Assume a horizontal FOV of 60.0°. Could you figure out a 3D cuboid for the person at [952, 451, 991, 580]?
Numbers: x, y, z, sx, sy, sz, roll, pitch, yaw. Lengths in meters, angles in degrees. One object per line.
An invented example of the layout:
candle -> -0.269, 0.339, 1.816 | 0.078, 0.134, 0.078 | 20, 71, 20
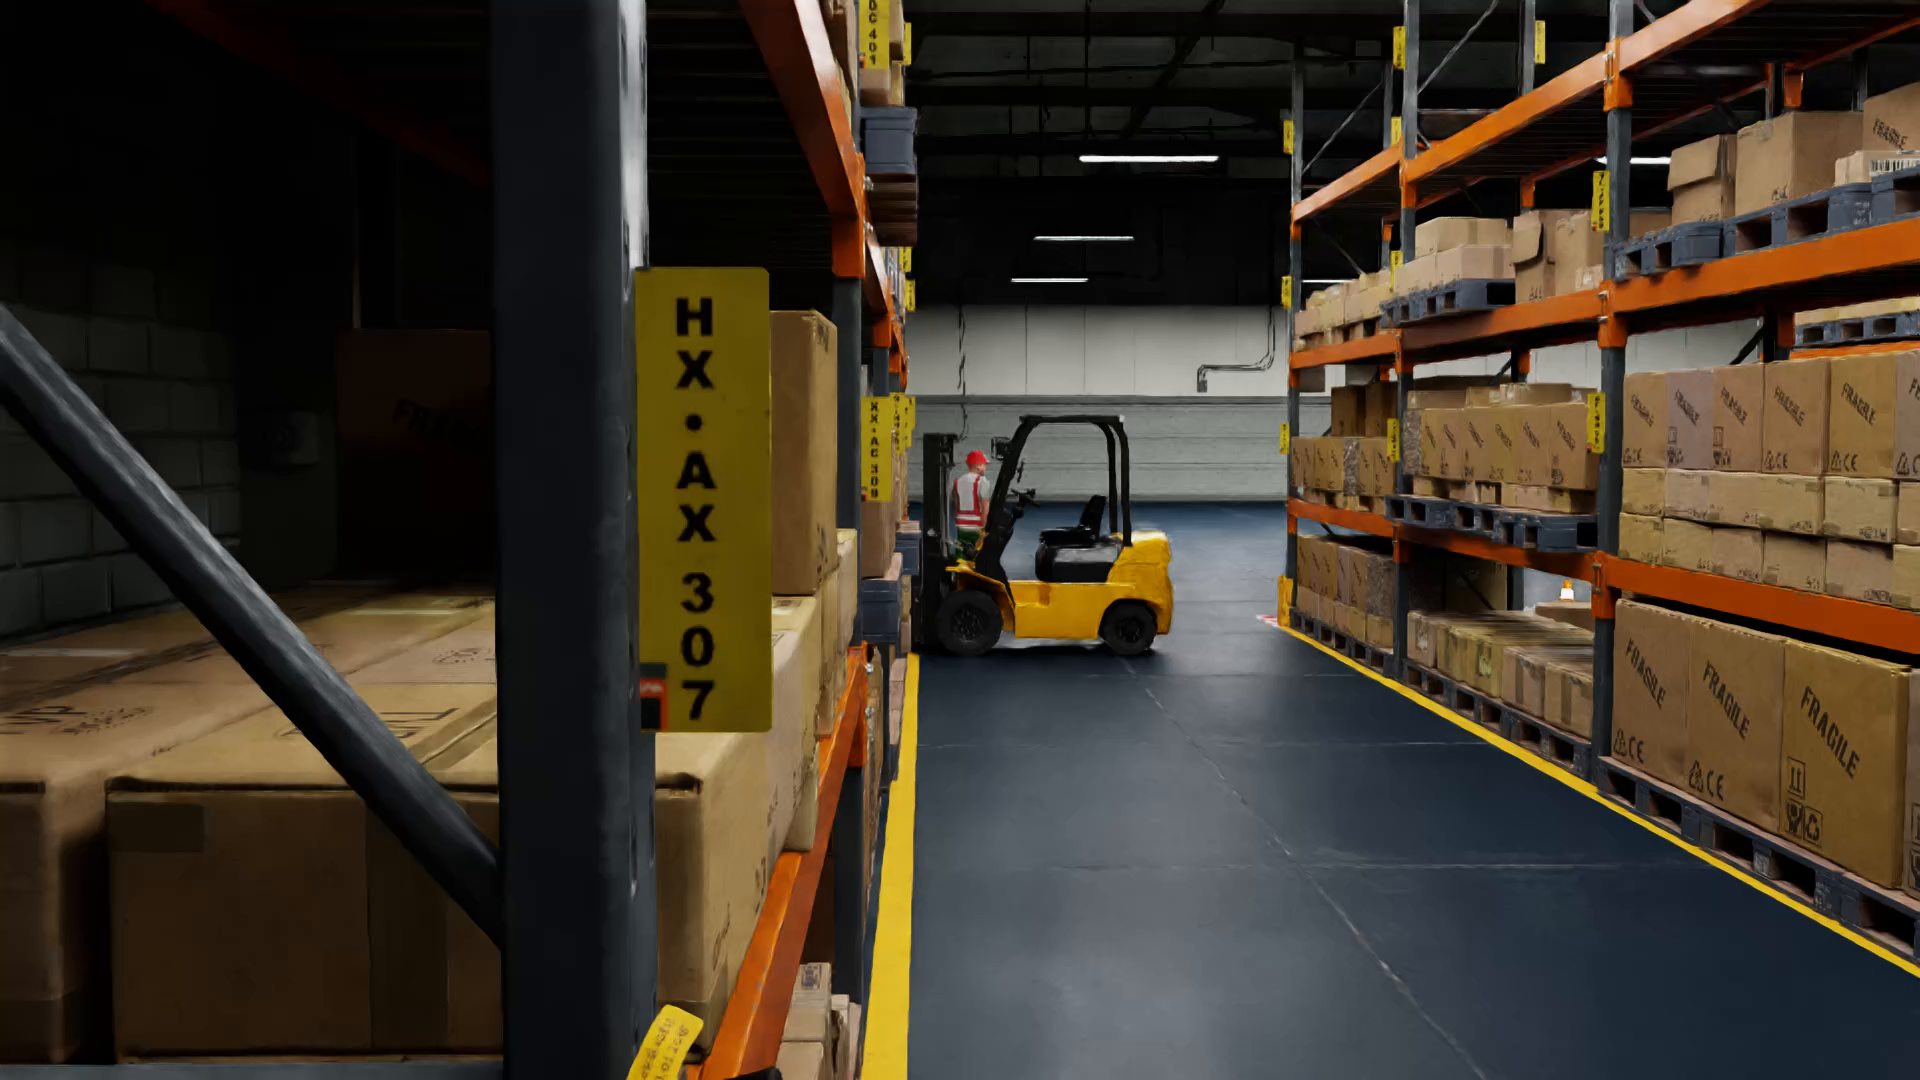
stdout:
person -> 0.214, -0.118, 18.533 | 0.567, 1.753, 0.876 | 2, 4, 30
